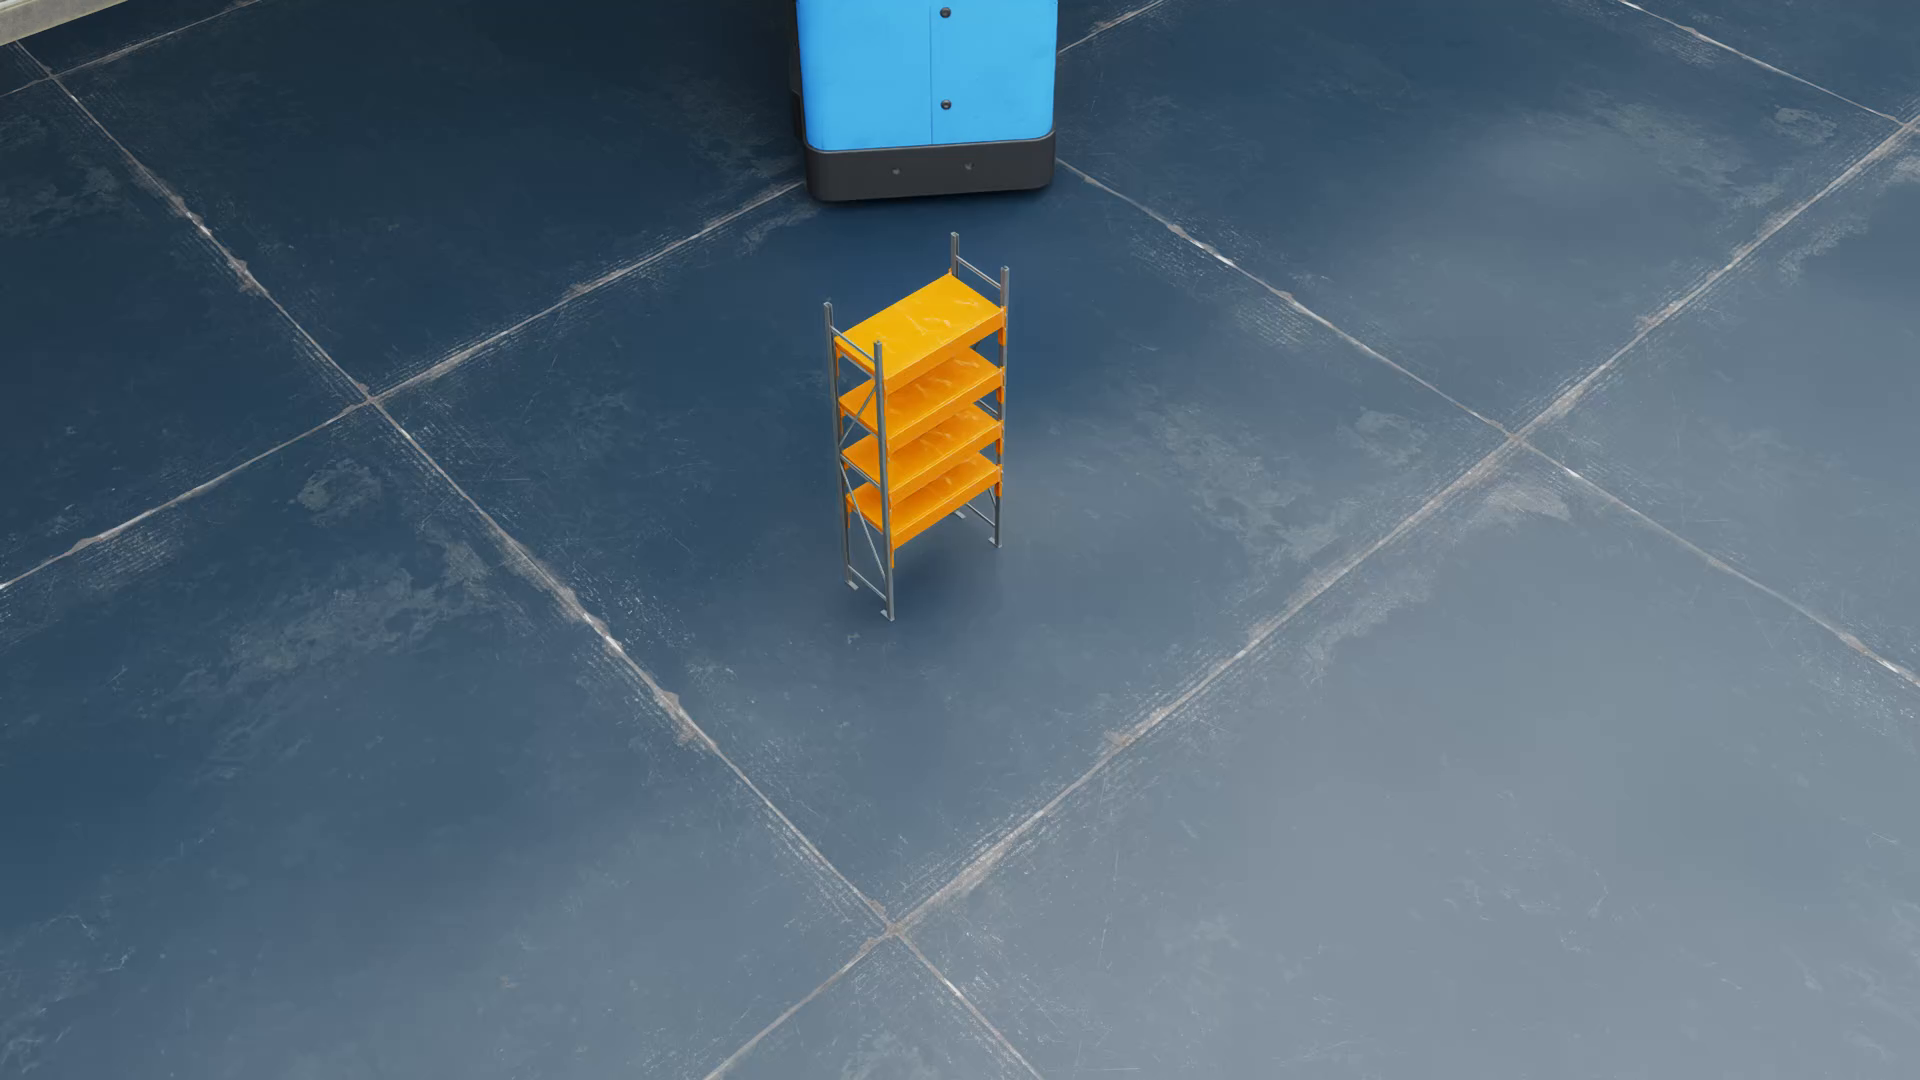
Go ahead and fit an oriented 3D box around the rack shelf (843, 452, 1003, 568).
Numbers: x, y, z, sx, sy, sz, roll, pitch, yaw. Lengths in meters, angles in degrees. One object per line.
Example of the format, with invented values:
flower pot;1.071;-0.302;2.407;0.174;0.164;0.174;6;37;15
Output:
rack shelf;-0.122;-0.145;5.429;0.480;0.148;0.258;-34;56;-27

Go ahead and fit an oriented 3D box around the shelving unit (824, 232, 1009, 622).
shelving unit;-0.122;-0.325;5.234;0.503;1.200;0.258;-34;56;-27

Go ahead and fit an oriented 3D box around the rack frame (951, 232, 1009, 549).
rack frame;0.058;-0.446;5.345;0.015;1.200;0.240;-34;56;-27

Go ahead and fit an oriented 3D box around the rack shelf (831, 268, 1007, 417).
rack shelf;-0.122;-0.592;4.945;0.480;0.148;0.258;-34;56;-27

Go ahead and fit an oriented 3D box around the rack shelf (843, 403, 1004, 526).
rack shelf;-0.122;-0.279;5.283;0.480;0.148;0.258;-34;56;-27

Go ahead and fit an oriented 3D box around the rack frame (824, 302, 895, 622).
rack frame;-0.303;-0.204;5.122;0.015;1.200;0.240;-34;56;-27

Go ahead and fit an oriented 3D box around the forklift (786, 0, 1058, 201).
forklift;-0.271;-3.501;6.986;1.130;2.935;3.031;-4;47;-4

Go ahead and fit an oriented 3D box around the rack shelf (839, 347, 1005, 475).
rack shelf;-0.122;-0.431;5.119;0.480;0.148;0.258;-34;56;-27
